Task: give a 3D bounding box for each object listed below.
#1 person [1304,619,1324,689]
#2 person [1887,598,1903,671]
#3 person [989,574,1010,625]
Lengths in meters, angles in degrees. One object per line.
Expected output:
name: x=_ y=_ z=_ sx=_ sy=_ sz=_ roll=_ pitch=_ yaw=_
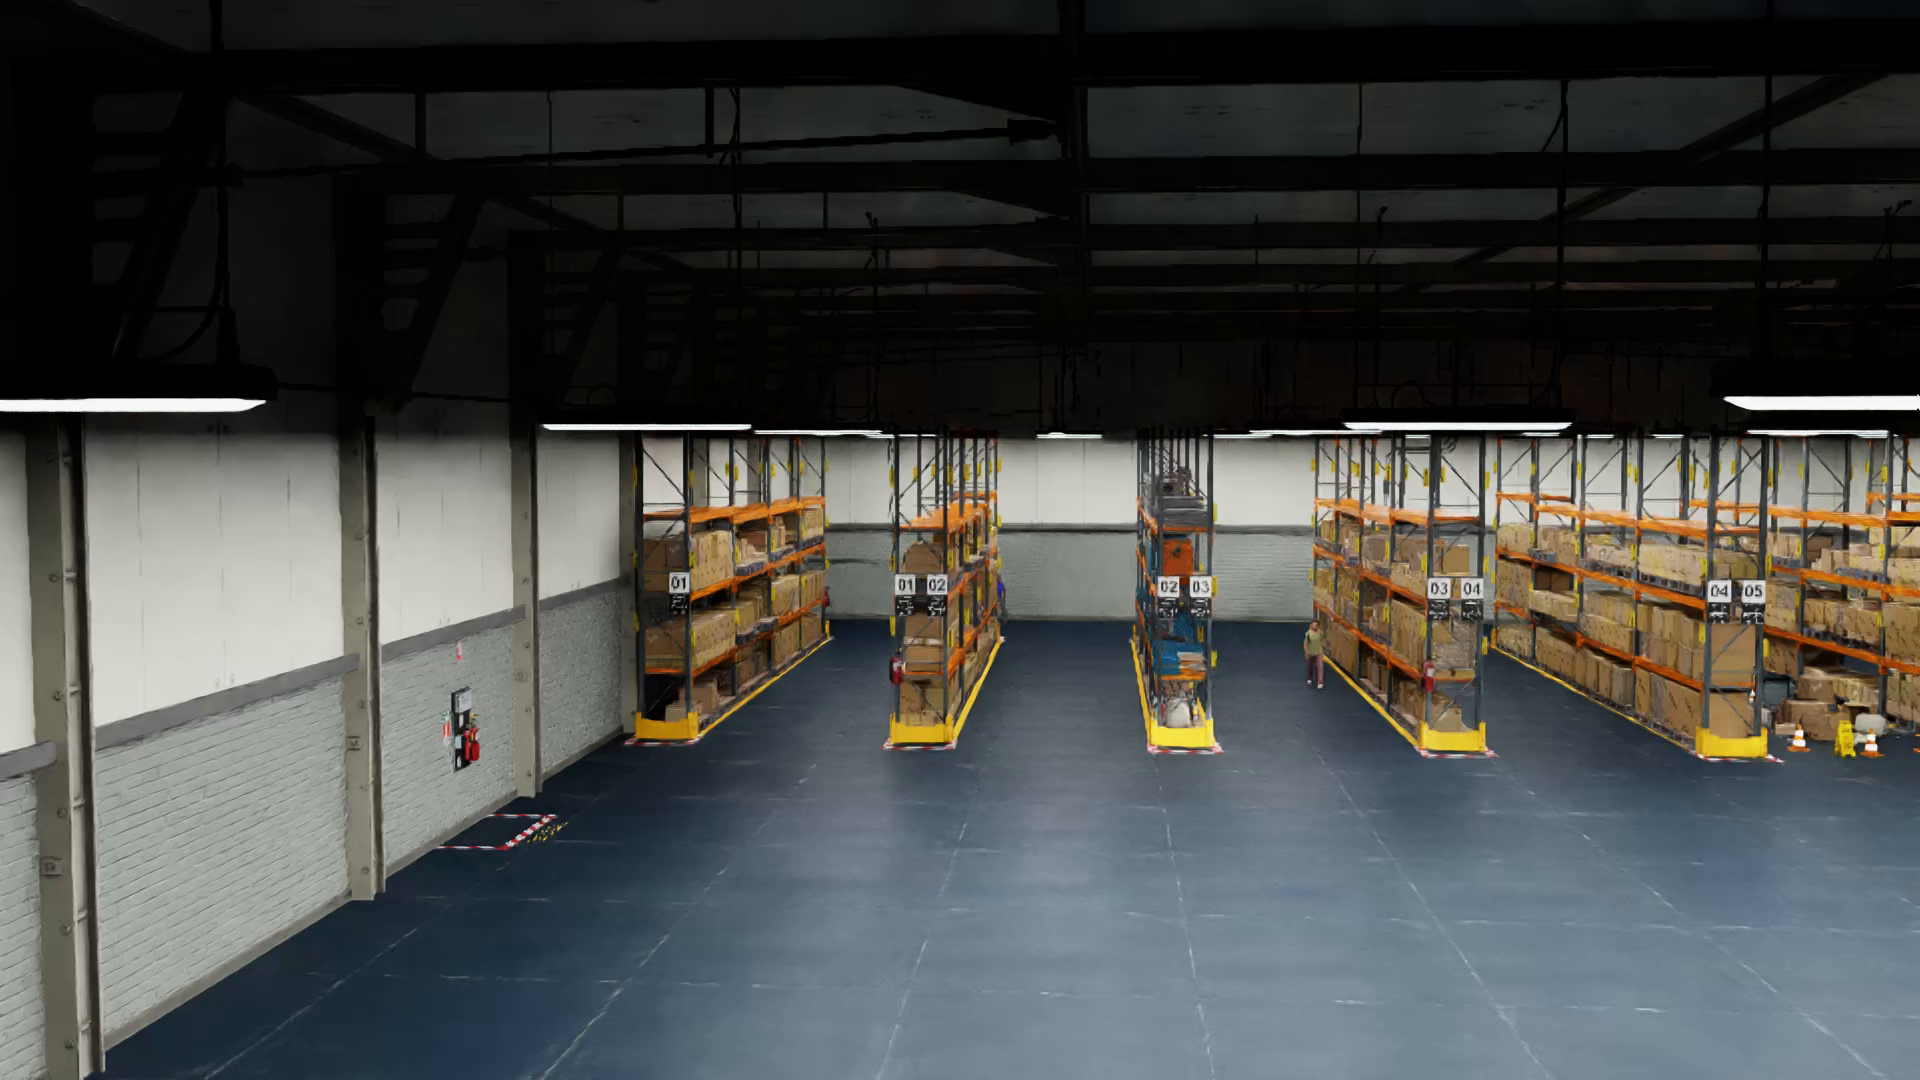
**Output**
person: x=8.177 y=2.602 z=38.426 sx=0.448 sy=1.590 sz=1.110 roll=0 pitch=3 yaw=7
person: x=23.335 y=2.336 z=41.384 sx=0.360 sy=1.795 sz=0.625 roll=1 pitch=4 yaw=22
person: x=1.177 y=1.822 z=51.583 sx=0.621 sy=1.588 sz=0.828 roll=-1 pitch=4 yaw=-12
